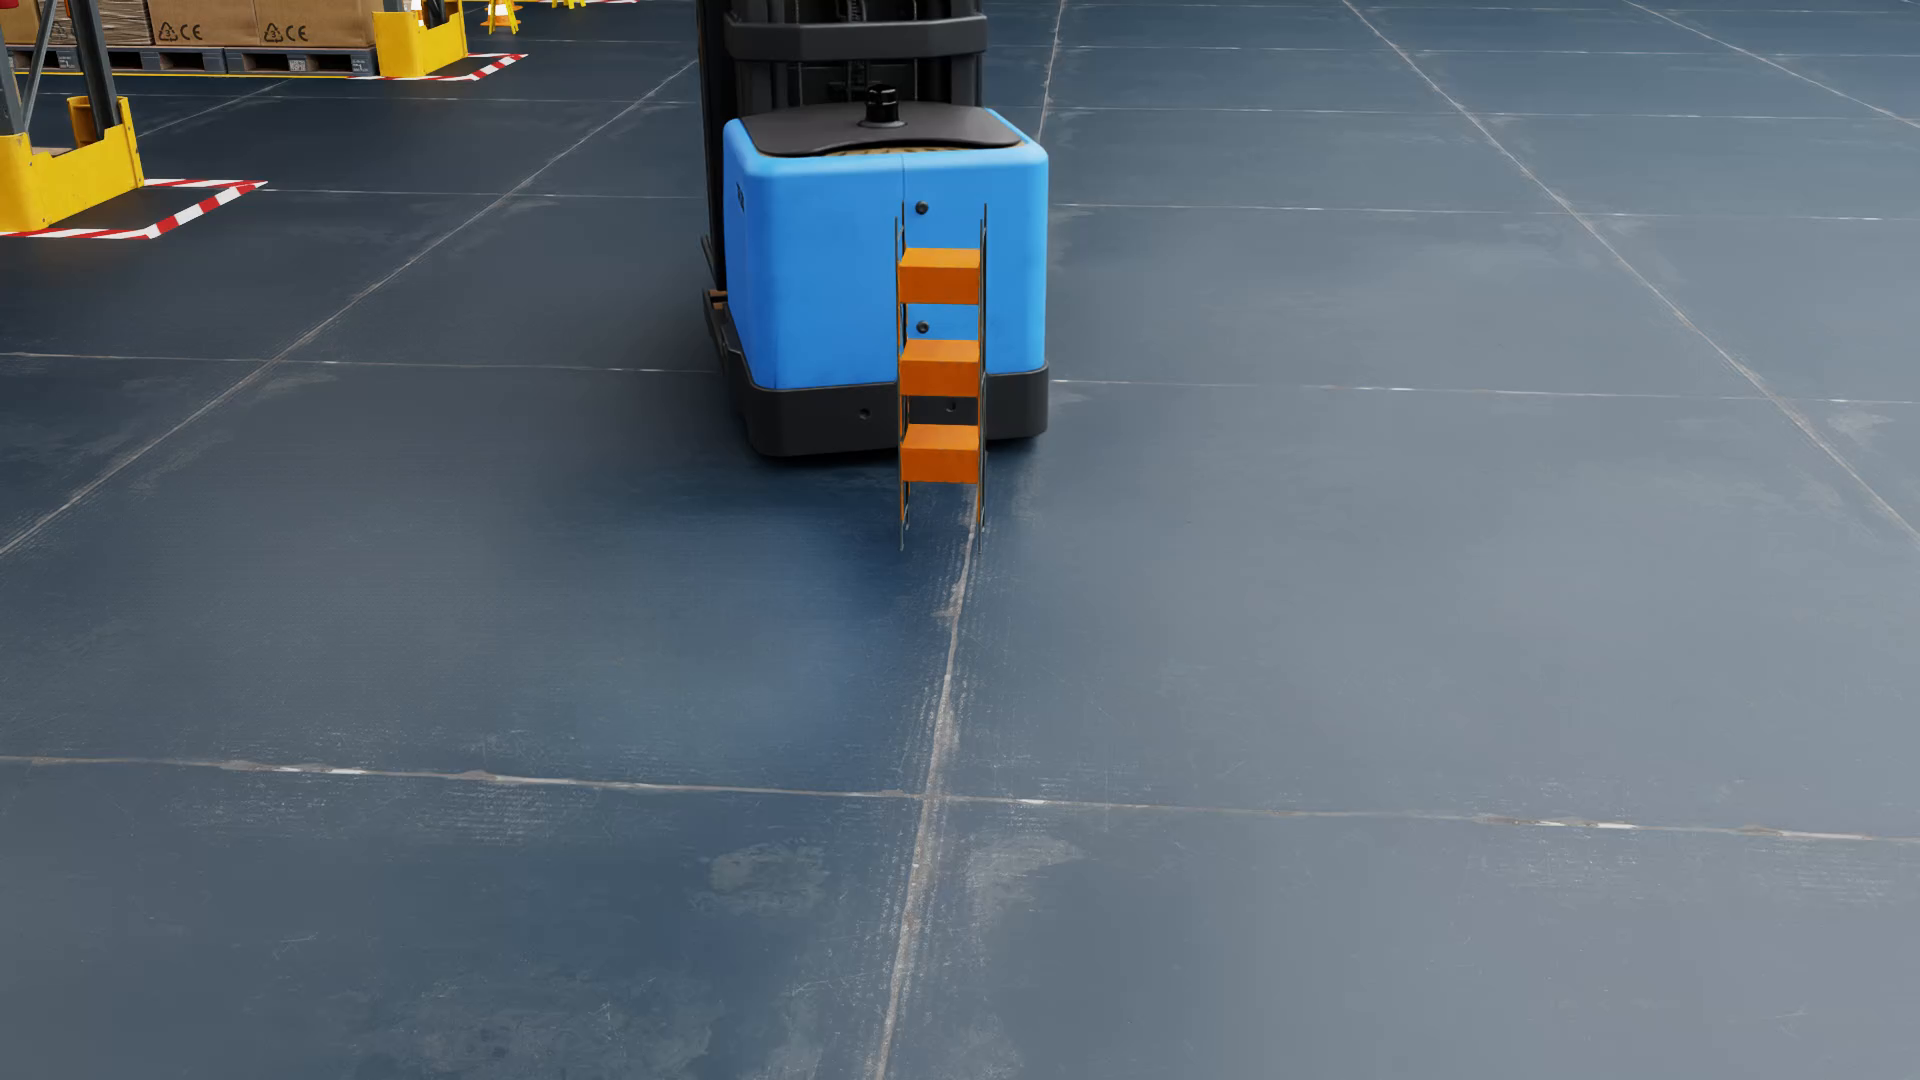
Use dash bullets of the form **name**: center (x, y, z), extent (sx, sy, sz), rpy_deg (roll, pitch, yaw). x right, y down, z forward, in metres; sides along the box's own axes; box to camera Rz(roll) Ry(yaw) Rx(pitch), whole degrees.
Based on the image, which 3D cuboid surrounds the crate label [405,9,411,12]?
- **crate label**: center (-5.241, -5.066, 16.095), extent (0.298, 0.136, 0.250), rpy_deg (-11, 27, -23)

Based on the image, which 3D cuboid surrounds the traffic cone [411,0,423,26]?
- **traffic cone**: center (-4.878, -4.754, 15.029), extent (0.334, 0.463, 0.336), rpy_deg (2, 25, 4)

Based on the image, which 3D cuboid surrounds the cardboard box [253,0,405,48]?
- **cardboard box**: center (-5.138, -4.518, 13.519), extent (0.875, 0.875, 0.875), rpy_deg (2, 25, 4)

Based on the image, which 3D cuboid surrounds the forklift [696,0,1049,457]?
- **forklift**: center (-0.509, -2.207, 6.540), extent (1.130, 2.935, 3.031), rpy_deg (-5, 25, -11)

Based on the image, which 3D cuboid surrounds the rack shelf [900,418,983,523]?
- **rack shelf**: center (-0.053, -0.217, 5.155), extent (0.240, 0.259, 0.215), rpy_deg (2, 25, 4)

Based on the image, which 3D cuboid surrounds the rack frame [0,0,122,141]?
- **rack frame**: center (-4.938, -3.234, 8.690), extent (0.127, 3.000, 1.000), rpy_deg (2, 25, 4)

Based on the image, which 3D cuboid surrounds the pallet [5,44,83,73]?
- **pallet**: center (-7.693, -4.102, 13.913), extent (1.213, 0.211, 1.003), rpy_deg (2, 25, 4)

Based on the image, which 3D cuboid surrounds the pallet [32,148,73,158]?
- **pallet**: center (-5.821, -2.010, 9.366), extent (1.213, 0.211, 1.003), rpy_deg (2, 25, 4)

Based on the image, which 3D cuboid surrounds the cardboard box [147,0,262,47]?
- **cardboard box**: center (-6.016, -4.545, 13.578), extent (0.875, 0.875, 0.875), rpy_deg (1, 25, 3)

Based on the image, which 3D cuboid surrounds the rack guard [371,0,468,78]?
- **rack guard**: center (-4.433, -4.162, 13.696), extent (0.348, 0.500, 1.175), rpy_deg (2, 25, 4)

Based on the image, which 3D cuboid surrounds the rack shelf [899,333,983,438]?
- **rack shelf**: center (-0.053, -0.469, 5.039), extent (0.240, 0.259, 0.215), rpy_deg (2, 25, 4)

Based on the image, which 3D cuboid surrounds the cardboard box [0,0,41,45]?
- **cardboard box**: center (-7.824, -4.602, 13.703), extent (0.875, 0.875, 0.875), rpy_deg (2, 25, 5)

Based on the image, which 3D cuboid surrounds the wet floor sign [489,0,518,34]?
- **wet floor sign**: center (-4.277, -5.053, 15.459), extent (0.232, 0.644, 0.267), rpy_deg (-2, 25, -5)

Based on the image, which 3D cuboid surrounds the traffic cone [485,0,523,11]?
- **traffic cone**: center (-4.707, -5.688, 17.058), extent (0.334, 0.463, 0.336), rpy_deg (2, 25, 4)

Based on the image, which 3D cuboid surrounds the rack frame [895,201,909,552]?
- **rack frame**: center (-0.175, -0.483, 5.043), extent (0.008, 1.050, 0.200), rpy_deg (2, 25, 4)

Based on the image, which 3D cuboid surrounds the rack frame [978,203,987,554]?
- **rack frame**: center (0.068, -0.475, 5.026), extent (0.008, 1.050, 0.200), rpy_deg (2, 25, 4)

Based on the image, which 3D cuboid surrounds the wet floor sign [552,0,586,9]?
- **wet floor sign**: center (-4.072, -5.843, 17.176), extent (0.232, 0.644, 0.267), rpy_deg (11, 27, 22)

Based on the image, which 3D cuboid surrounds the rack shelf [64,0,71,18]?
- **rack shelf**: center (-6.932, -2.971, 8.979), extent (4.000, 0.370, 1.077), rpy_deg (2, 25, 4)

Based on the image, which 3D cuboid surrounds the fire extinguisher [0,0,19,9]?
- **fire extinguisher**: center (-4.859, -3.003, 8.281), extent (0.183, 0.674, 0.296), rpy_deg (2, 25, 4)

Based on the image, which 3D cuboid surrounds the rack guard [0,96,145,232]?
- **rack guard**: center (-5.013, -2.101, 9.218), extent (0.348, 0.500, 1.175), rpy_deg (2, 25, 4)

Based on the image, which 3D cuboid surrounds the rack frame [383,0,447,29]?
- **rack frame**: center (-4.457, -5.298, 13.175), extent (0.127, 3.000, 1.000), rpy_deg (2, 25, 4)

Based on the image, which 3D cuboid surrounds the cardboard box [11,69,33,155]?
- **cardboard box**: center (-5.559, -2.316, 9.183), extent (0.500, 0.500, 0.500), rpy_deg (6, 25, 14)

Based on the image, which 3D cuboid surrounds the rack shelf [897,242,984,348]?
- **rack shelf**: center (-0.053, -0.727, 4.920), extent (0.240, 0.259, 0.215), rpy_deg (2, 25, 4)

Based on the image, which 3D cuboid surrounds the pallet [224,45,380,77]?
- **pallet**: center (-5.260, -4.024, 13.743), extent (1.213, 0.211, 1.003), rpy_deg (2, 25, 4)

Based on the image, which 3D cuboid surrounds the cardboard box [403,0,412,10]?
- **cardboard box**: center (-5.640, -5.269, 16.523), extent (0.250, 0.149, 0.380), rpy_deg (16, 29, 31)

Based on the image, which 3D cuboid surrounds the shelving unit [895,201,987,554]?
- **shelving unit**: center (-0.053, -0.479, 5.034), extent (0.252, 1.050, 0.215), rpy_deg (2, 25, 4)

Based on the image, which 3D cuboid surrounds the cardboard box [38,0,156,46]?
- **cardboard box**: center (-6.925, -4.575, 13.644), extent (0.875, 0.875, 0.875), rpy_deg (2, 25, 4)

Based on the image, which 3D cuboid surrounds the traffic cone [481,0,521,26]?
- **traffic cone**: center (-4.453, -5.214, 16.029), extent (0.334, 0.463, 0.336), rpy_deg (2, 25, 4)

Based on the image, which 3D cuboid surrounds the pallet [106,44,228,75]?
- **pallet**: center (-6.474, -4.064, 13.830), extent (1.213, 0.211, 1.003), rpy_deg (2, 25, 4)
